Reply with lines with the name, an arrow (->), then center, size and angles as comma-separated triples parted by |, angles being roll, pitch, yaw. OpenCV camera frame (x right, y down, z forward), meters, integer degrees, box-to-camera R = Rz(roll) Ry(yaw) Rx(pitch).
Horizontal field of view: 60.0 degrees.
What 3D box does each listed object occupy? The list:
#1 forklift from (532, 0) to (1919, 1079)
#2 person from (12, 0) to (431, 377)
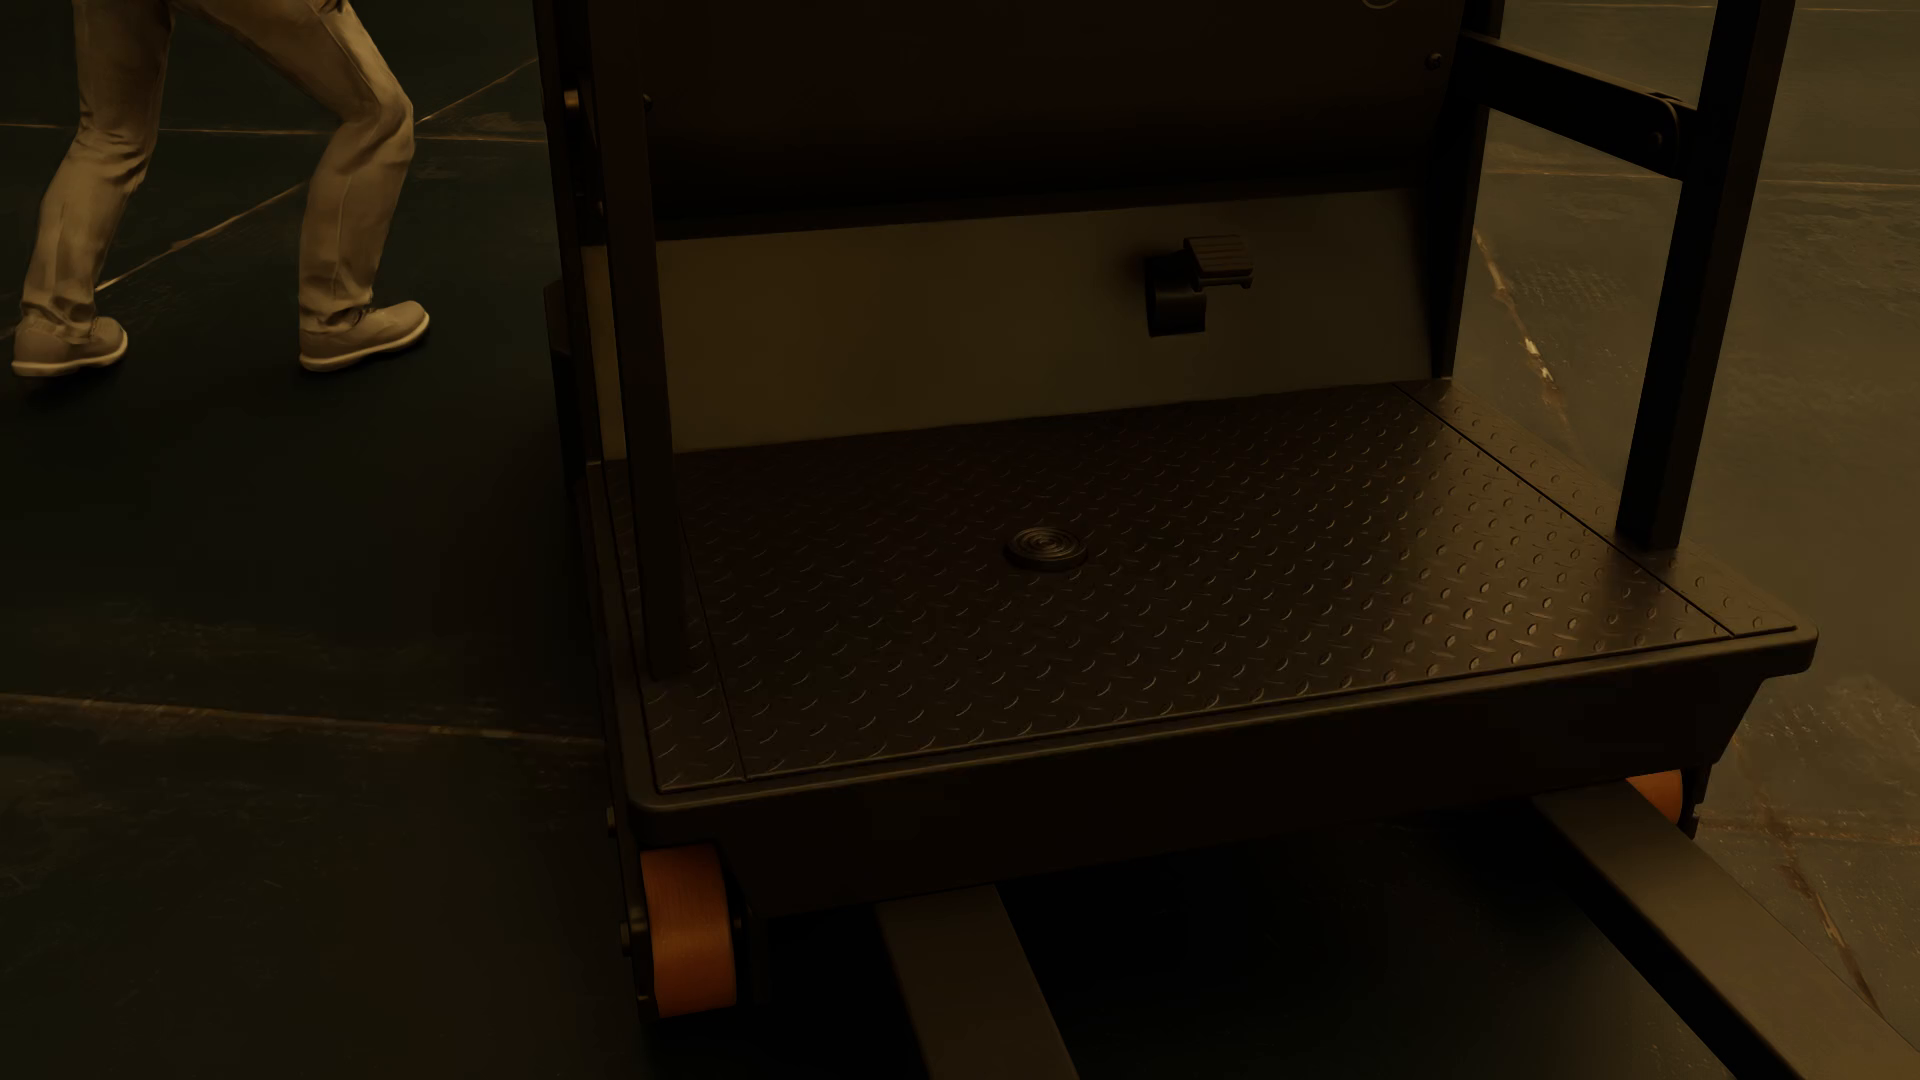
forklift -> 0.153, -1.049, 1.319 | 1.130, 2.935, 3.031 | -7, 27, -13
person -> -1.294, -1.055, 2.861 | 0.724, 1.550, 0.786 | 13, 29, 23
